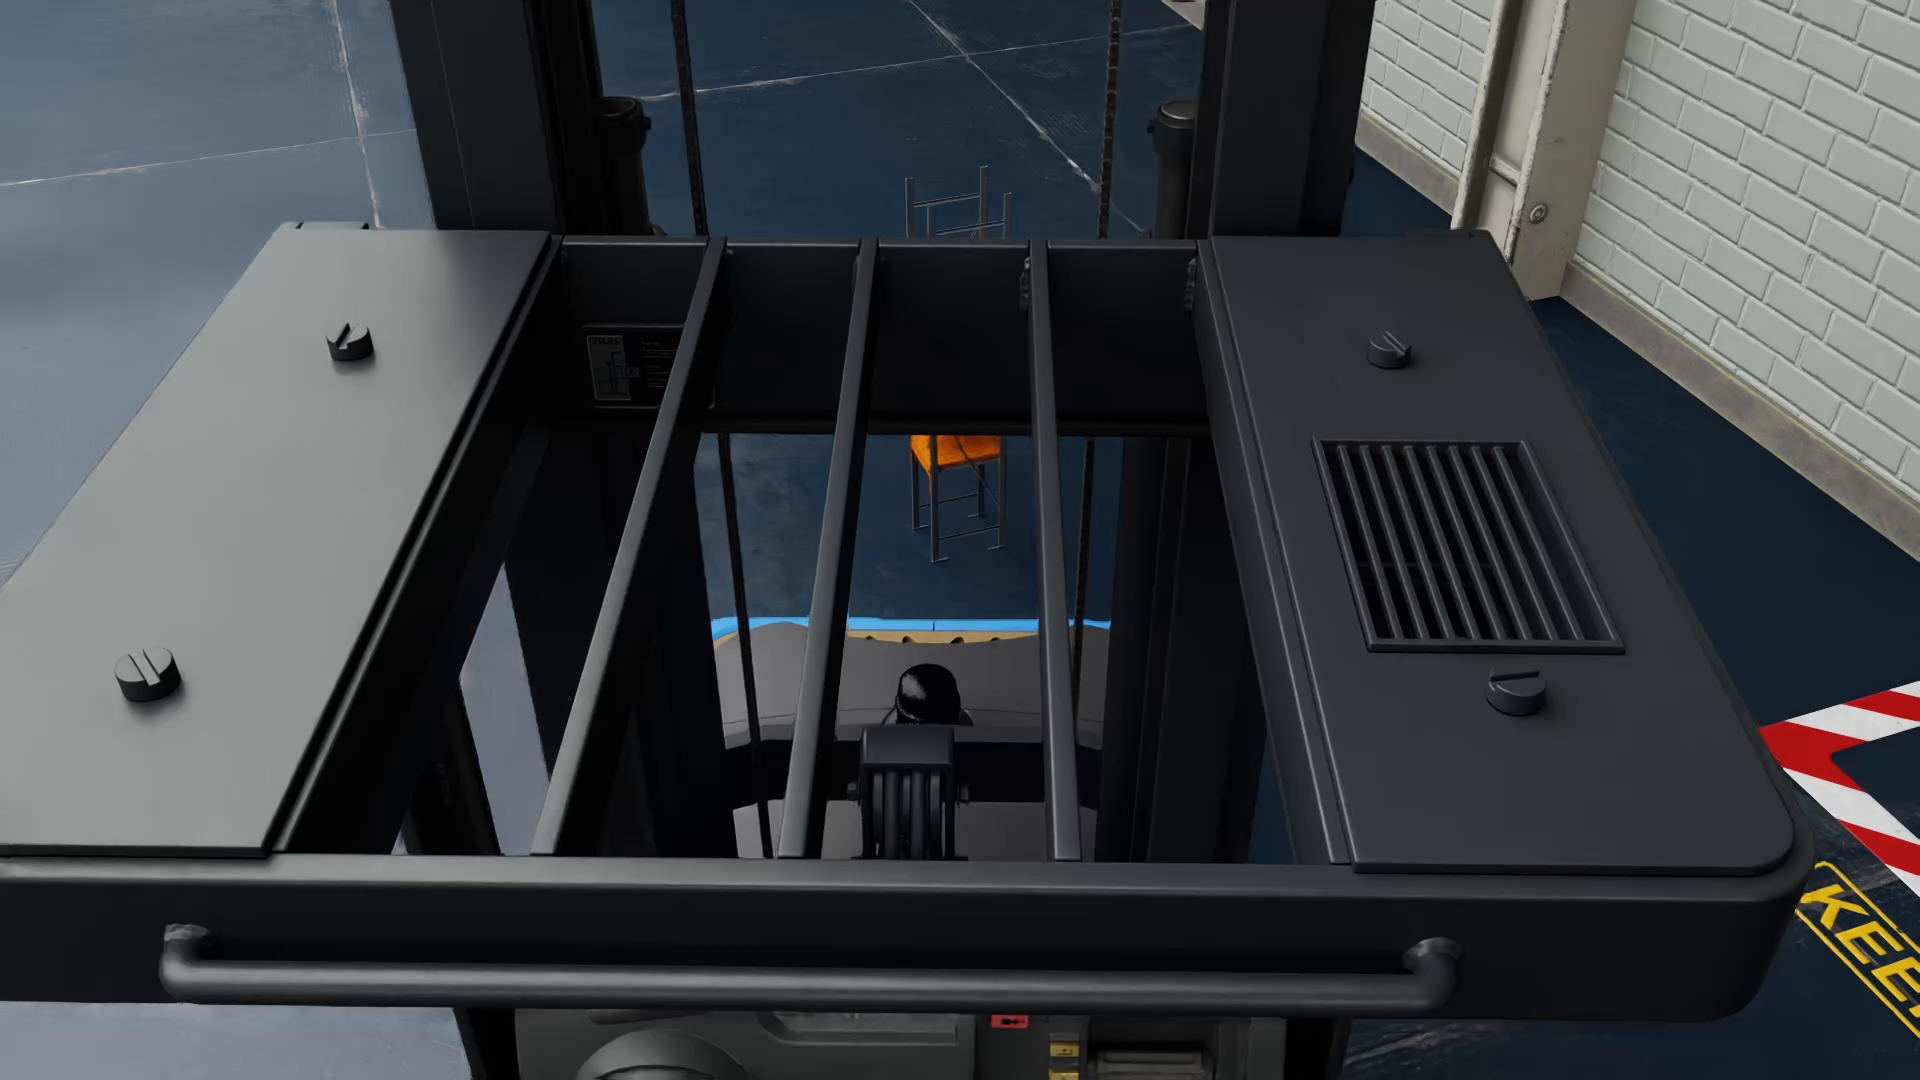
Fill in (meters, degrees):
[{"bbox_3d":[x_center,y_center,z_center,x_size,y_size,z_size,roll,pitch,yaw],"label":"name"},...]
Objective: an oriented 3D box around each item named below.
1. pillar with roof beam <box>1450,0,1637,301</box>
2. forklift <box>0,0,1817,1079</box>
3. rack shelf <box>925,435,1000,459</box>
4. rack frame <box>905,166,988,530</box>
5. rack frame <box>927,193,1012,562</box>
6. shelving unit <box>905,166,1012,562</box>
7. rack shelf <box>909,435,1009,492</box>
[{"bbox_3d":[-1.871,-3.751,2.751,9.100,9.000,0.400,-12,39,-16],"label":"pillar with roof beam"},{"bbox_3d":[-0.073,0.722,1.855,1.130,2.935,3.031,1,37,1],"label":"forklift"},{"bbox_3d":[-0.005,-0.356,4.999,0.258,0.103,0.180,-12,39,-16],"label":"rack shelf"},{"bbox_3d":[-0.036,-0.539,4.968,0.240,1.200,0.006,-12,39,-16],"label":"rack frame"},{"bbox_3d":[0.026,-0.436,4.831,0.240,1.200,0.006,-12,39,-16],"label":"rack frame"},{"bbox_3d":[-0.005,-0.487,4.900,0.258,1.200,0.189,-12,39,-16],"label":"shelving unit"},{"bbox_3d":[-0.005,-0.260,5.071,0.258,0.103,0.180,-12,39,-16],"label":"rack shelf"}]
